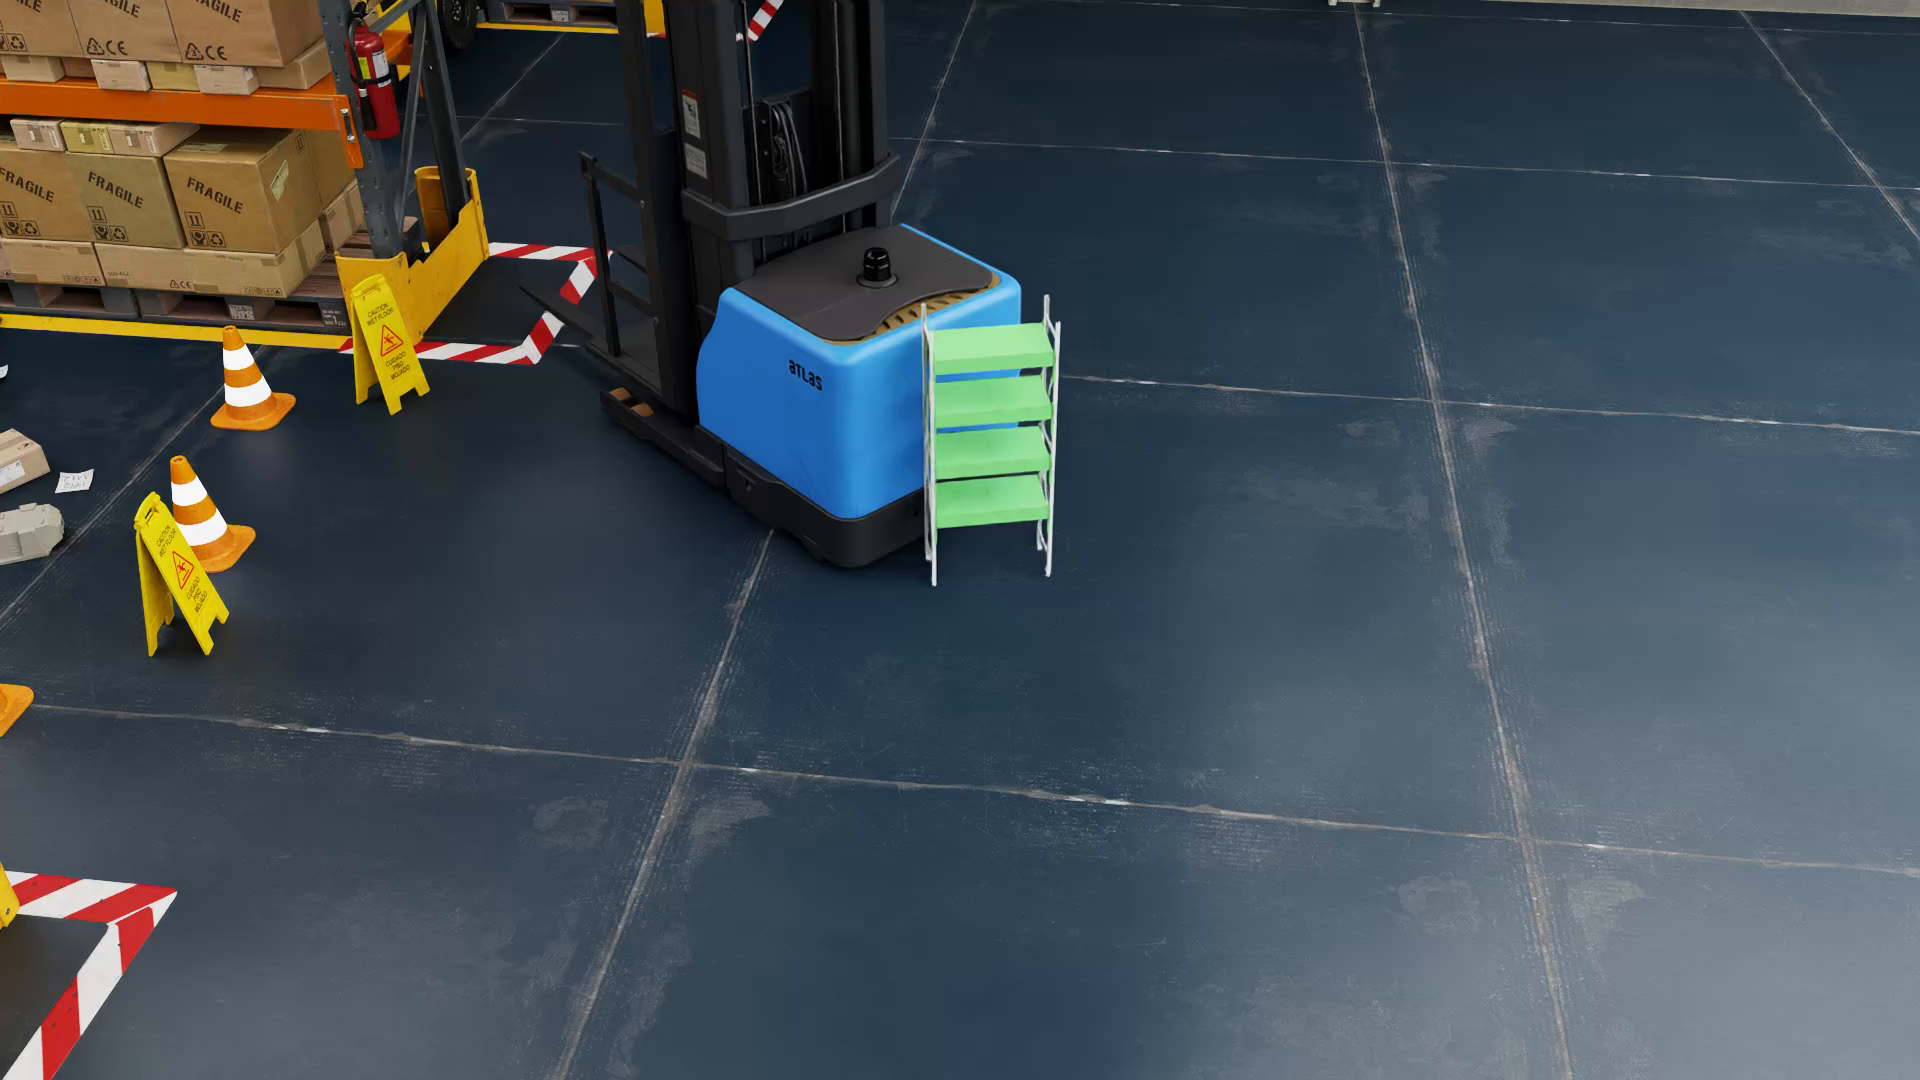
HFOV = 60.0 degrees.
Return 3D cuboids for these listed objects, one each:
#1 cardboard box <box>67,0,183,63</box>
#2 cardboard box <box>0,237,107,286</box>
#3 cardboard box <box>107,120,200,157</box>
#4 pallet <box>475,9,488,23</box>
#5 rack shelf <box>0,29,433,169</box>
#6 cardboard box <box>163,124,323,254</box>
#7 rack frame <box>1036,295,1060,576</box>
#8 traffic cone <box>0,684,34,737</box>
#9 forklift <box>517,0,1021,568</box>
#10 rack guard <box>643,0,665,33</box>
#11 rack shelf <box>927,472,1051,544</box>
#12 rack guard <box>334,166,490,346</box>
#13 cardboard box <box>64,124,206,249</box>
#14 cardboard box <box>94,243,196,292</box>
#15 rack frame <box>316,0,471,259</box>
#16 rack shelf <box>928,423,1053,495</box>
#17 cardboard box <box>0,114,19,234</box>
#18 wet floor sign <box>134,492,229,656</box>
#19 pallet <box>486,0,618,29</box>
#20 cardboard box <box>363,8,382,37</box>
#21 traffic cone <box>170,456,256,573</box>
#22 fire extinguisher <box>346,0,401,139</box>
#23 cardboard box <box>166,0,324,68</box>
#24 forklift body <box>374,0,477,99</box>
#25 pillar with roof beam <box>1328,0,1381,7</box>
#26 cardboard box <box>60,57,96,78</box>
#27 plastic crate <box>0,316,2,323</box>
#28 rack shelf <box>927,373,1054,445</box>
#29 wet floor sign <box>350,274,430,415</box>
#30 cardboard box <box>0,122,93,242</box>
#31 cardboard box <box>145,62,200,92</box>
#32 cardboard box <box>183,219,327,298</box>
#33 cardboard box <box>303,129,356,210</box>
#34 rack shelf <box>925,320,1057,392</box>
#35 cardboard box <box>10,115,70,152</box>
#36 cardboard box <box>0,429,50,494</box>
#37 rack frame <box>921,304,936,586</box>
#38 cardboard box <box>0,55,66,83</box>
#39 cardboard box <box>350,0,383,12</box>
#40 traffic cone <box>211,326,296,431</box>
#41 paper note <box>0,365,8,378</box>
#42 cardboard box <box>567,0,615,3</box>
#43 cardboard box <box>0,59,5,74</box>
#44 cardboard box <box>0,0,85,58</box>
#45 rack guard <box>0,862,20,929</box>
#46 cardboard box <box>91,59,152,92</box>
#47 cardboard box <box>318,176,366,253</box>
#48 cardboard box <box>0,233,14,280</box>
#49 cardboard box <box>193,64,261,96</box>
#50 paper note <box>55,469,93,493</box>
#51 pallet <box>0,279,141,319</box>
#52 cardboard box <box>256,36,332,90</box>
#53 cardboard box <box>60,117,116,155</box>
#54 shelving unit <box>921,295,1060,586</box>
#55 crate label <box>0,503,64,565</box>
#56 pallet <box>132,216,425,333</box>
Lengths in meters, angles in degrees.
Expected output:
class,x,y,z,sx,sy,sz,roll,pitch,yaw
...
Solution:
class,x,y,z,sx,sy,sz,roll,pitch,yaw
cardboard box,-3.929,-2.641,8.026,0.500,0.500,0.500,4,36,6
cardboard box,-4.728,-1.593,8.905,0.500,0.250,0.500,3,36,4
cardboard box,-4.060,-2.076,8.379,0.250,0.149,0.380,5,36,7
pallet,-4.201,-4.407,13.244,1.213,0.211,1.003,4,36,6
rack shelf,-4.843,-2.413,8.668,4.000,0.370,1.077,4,36,6
cardboard box,-3.687,-1.824,8.583,0.500,0.500,0.500,4,36,6
rack frame,0.357,-0.405,6.784,0.015,1.200,0.240,-5,36,-7
traffic cone,-3.735,0.477,6.184,0.334,0.463,0.336,4,36,6
forklift,-1.084,-1.852,7.321,1.130,2.935,3.031,-27,44,-33
rack guard,-2.207,-4.399,12.983,0.348,0.500,1.175,4,36,6
rack shelf,0.116,-0.136,6.931,0.480,0.148,0.258,-5,36,-7
rack guard,-2.935,-1.546,8.986,0.348,0.500,1.175,4,36,6
cardboard box,-4.205,-1.861,8.635,0.500,0.500,0.500,6,36,8
cardboard box,-4.208,-1.557,8.855,0.500,0.250,0.500,4,36,6
rack frame,-2.859,-2.558,8.252,0.127,3.000,1.000,4,36,6
rack shelf,0.116,-0.332,6.792,0.480,0.148,0.258,-5,36,-7
cardboard box,-5.229,-1.939,8.745,0.500,0.500,0.500,6,36,8
wet floor sign,-3.109,0.121,6.525,0.232,0.644,0.267,-2,36,-2
pallet,-2.995,-4.316,13.115,1.213,0.211,1.003,4,36,6
cardboard box,-3.170,-2.600,8.527,0.250,0.149,0.380,4,36,6
traffic cone,-3.254,-0.149,7.061,0.334,0.463,0.336,4,36,6
fire extinguisher,-2.804,-2.252,7.890,0.183,0.674,0.296,4,36,6
cardboard box,-3.433,-2.601,7.970,0.500,0.500,0.500,4,36,5
forklift body,-4.344,-4.162,11.230,1.214,2.155,2.313,4,36,6
pillar with roof beam,2.596,-5.506,7.219,0.400,9.000,9.100,4,36,6
cardboard box,-4.270,-2.448,8.314,0.250,0.149,0.380,5,36,7
plastic crate,-5.374,-1.077,8.690,0.583,0.080,0.402,-7,36,-10
rack shelf,0.116,-0.527,6.652,0.480,0.148,0.258,-5,36,-7
wet floor sign,-2.807,-0.969,8.052,0.232,0.644,0.267,17,39,22
cardboard box,-4.705,-1.902,8.693,0.500,0.500,0.500,3,36,5
cardboard box,-3.774,-2.346,8.171,0.250,0.149,0.380,4,36,5
cardboard box,-3.719,-1.516,8.798,0.500,0.250,0.500,4,36,6
cardboard box,-3.648,-2.135,9.020,0.500,0.500,0.500,3,36,4
rack shelf,0.116,-0.722,6.513,0.480,0.148,0.258,-5,36,-7
cardboard box,-4.570,-2.117,8.436,0.250,0.149,0.380,6,36,8
cardboard box,-4.416,-0.331,7.585,0.250,0.149,0.380,24,42,30
rack frame,-0.125,-0.363,6.725,0.015,1.200,0.240,-5,36,-7
cardboard box,-4.535,-2.414,8.267,0.250,0.149,0.380,4,36,5
cardboard box,-3.294,-2.915,8.409,0.500,0.500,0.500,4,36,5
traffic cone,-3.450,-0.814,7.992,0.334,0.463,0.336,4,36,6
paper note,-4.899,-0.837,8.396,0.148,0.019,0.142,-7,36,-10
cardboard box,-2.737,-4.323,12.730,0.500,0.250,0.500,5,36,6
cardboard box,-4.771,-2.484,8.365,0.250,0.149,0.380,4,36,6
cardboard box,-4.424,-2.680,8.081,0.500,0.500,0.500,4,36,6
rack guard,-3.366,1.321,4.969,0.348,0.500,1.175,4,36,6
cardboard box,-4.034,-2.348,8.174,0.250,0.149,0.380,5,36,7
cardboard box,-3.624,-1.829,9.236,0.500,0.250,0.500,4,36,6
cardboard box,-5.218,-1.636,8.965,0.500,0.250,0.500,4,36,5
cardboard box,-3.523,-2.315,8.128,0.250,0.149,0.380,4,36,5
paper note,-4.050,-0.272,7.605,0.142,0.019,0.148,-7,36,-10
pallet,-4.942,-1.601,9.311,1.213,0.211,1.003,4,36,6
cardboard box,-3.257,-2.360,8.191,0.250,0.149,0.380,5,36,8
cardboard box,-4.309,-2.097,8.407,0.250,0.149,0.380,5,36,7
shelving unit,0.116,-0.384,6.755,0.503,1.200,0.258,-5,36,-7
crate label,-4.042,-0.039,7.187,0.298,0.136,0.250,-14,38,-18
pallet,-3.736,-1.509,9.183,1.213,0.211,1.003,4,36,6
